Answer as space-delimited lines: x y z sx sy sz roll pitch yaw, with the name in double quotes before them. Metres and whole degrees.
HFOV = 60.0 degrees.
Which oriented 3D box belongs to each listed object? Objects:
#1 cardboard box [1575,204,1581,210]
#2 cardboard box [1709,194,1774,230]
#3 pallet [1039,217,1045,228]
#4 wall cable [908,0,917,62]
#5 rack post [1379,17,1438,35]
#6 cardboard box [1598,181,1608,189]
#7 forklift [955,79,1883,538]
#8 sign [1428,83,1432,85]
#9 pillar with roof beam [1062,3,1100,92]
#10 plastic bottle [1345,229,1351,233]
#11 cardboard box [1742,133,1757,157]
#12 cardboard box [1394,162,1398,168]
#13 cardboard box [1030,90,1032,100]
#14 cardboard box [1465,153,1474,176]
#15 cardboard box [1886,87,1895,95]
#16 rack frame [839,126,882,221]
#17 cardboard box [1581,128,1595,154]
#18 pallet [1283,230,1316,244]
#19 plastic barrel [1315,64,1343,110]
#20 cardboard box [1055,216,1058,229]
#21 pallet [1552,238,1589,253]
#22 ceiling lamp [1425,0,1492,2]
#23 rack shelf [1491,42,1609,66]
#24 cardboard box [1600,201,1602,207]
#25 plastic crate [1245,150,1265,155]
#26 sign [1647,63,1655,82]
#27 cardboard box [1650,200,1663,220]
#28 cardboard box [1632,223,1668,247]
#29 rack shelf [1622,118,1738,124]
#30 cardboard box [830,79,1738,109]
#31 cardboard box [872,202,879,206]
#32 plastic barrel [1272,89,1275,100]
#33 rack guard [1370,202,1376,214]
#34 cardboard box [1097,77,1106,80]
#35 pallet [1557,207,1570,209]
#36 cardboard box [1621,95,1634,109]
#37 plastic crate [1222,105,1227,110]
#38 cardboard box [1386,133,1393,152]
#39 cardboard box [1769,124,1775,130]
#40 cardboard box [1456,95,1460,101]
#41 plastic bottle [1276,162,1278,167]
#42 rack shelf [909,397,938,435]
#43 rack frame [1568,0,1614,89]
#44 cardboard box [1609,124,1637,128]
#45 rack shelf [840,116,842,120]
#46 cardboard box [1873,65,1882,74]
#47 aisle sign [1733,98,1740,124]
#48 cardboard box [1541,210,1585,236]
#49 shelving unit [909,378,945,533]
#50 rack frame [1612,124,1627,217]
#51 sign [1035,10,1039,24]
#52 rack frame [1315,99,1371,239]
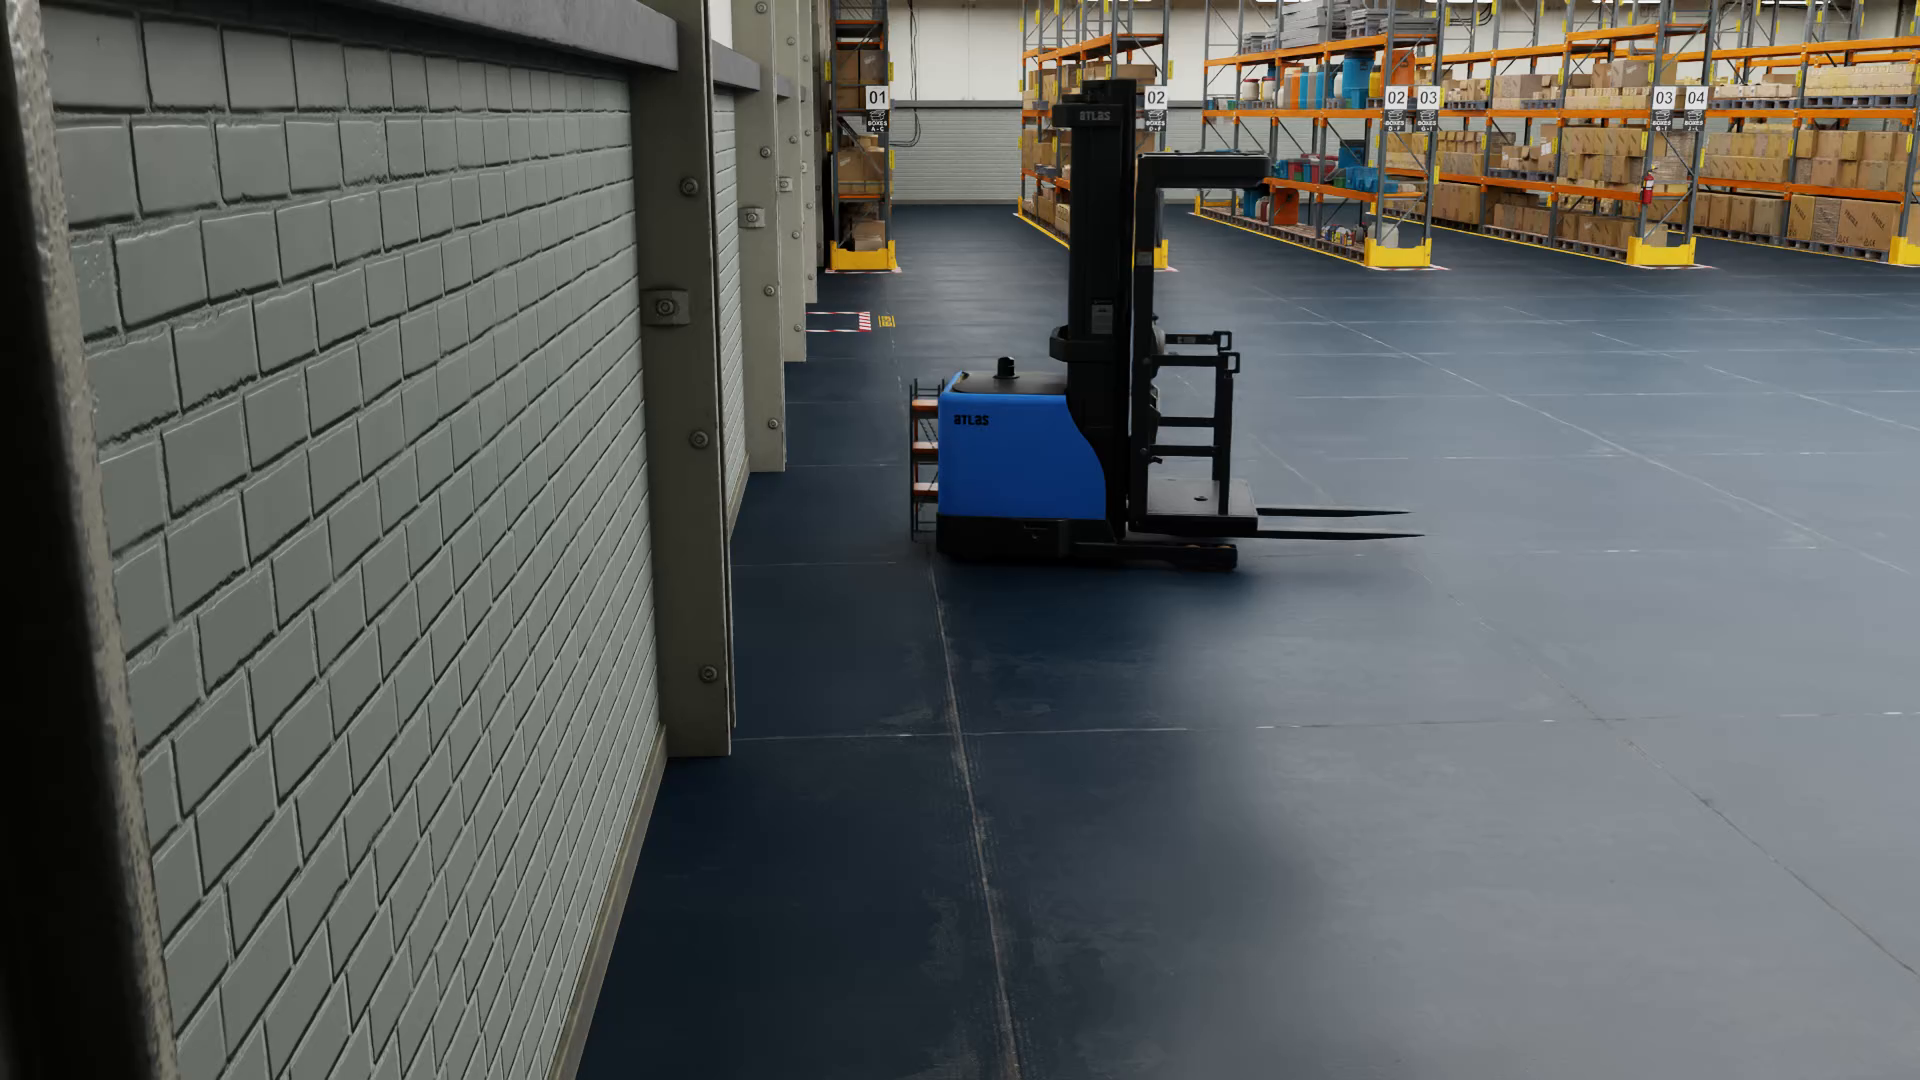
"cardboard box" 16.814 -8.989 44.821 0.380 0.149 0.250 -2 15 -6
"cardboard box" 17.536 -7.371 37.329 1.050 0.750 0.750 -1 14 -3
"pallet" 2.527 -7.867 41.179 1.003 0.211 1.213 -1 14 -3
"wall cable" -0.047 -15.638 49.842 3.097 2.526 0.112 -1 14 -3
"rack post" 8.206 -9.364 30.363 0.937 0.300 0.954 1 14 3
"cardboard box" 12.648 -6.904 32.345 0.380 0.149 0.250 -1 14 -3
"forklift" 14.315 -6.820 31.203 24.140 3.159 46.598 2 15 6
"sign" 11.772 -11.304 41.723 0.100 0.325 0.005 -1 14 -3
"pillar with roof beam" 10.694 -13.631 39.441 17.304 5.858 4.923 -1 14 -3
"plastic bottle" 7.698 -6.048 33.095 0.152 0.276 0.135 -1 14 -3
"cardboard box" 17.647 -8.668 36.489 0.700 0.500 0.500 -1 14 -4
"cardboard box" 11.853 -10.031 44.498 0.380 0.149 0.250 -1 14 -4
"cardboard box" 2.081 -11.407 42.619 0.500 0.250 0.500 -1 14 -3
"cardboard box" 12.271 -8.868 39.272 0.500 0.500 0.500 -1 14 -4
"cardboard box" 17.636 -8.425 31.192 0.380 0.149 0.250 -1 14 -3
"rack frame" -2.258 -8.347 37.448 1.000 3.000 0.127 -1 14 -3
"cardboard box" 12.659 -7.894 32.882 0.500 0.500 0.500 -1 14 -3
"pallet" 7.712 -6.654 36.462 1.003 0.211 1.213 -1 14 -3
"plastic barrel" 7.630 -9.324 34.218 0.600 0.901 0.708 -1 14 -3
"cardboard box" 2.426 -7.161 37.515 0.500 0.250 0.500 -1 14 -4
"pallet" 12.899 -6.065 34.174 1.003 0.211 1.213 -1 14 -3
"ceiling lamp" 14.443 -17.005 47.344 2.000 3.185 0.800 -1 14 -3
"rack shelf" 12.698 -10.442 35.798 1.077 0.370 4.000 -1 14 -3
"cardboard box" 16.883 -8.796 43.476 0.380 0.149 0.250 -1 14 -5
"plastic crate" 7.578 -9.781 42.771 0.402 0.464 0.583 -1 14 -3
"sign" 12.514 -8.465 30.109 0.100 0.325 0.005 -1 14 -3
"cardboard box" 17.151 -8.041 40.431 0.500 0.500 0.500 -2 15 -6
"cardboard box" 13.047 -5.735 31.471 0.500 0.500 0.500 2 15 7
"rack shelf" 17.407 -10.230 40.189 1.077 0.370 4.000 -1 14 -3
"cardboard box" 7.869 -9.124 34.226 20.217 0.510 10.029 0 14 1
"cardboard box" -2.172 -7.694 38.382 0.750 0.750 0.750 -1 14 -4
"plastic barrel" 7.418 -10.353 38.661 0.301 0.262 0.301 0 14 0
"rack guard" 12.077 -9.361 46.407 1.175 0.500 0.348 -1 14 -3
"cardboard box" 2.813 -8.536 31.218 0.500 0.311 0.500 1 14 3
"pallet" 17.055 -9.045 45.759 1.003 0.211 1.213 -1 14 -3
"cardboard box" 12.752 -8.207 31.185 0.500 0.250 0.500 -1 14 -3
"plastic crate" 6.924 -11.130 42.774 0.293 0.136 0.466 -1 14 -3
"cardboard box" 11.869 -10.753 44.997 0.500 0.500 0.500 -1 14 -5
"cardboard box" 21.834 -11.022 44.337 0.380 0.149 0.250 -1 14 -3
"cardboard box" 12.269 -10.733 40.363 0.380 0.149 0.250 -1 15 -6
"plastic bottle" 7.683 -9.025 40.343 0.097 0.271 0.097 0 14 0
"rack shelf" -0.212 -0.790 10.892 0.215 0.259 0.240 1 15 6
"rack frame" 12.825 -10.487 33.726 0.949 2.616 0.053 -1 14 -3
"cardboard box" 16.984 -10.412 42.670 0.500 0.500 0.500 -1 14 -5
"rack shelf" -2.382 -9.949 39.097 1.077 0.370 4.000 -1 14 -3
"cardboard box" 17.605 -8.938 31.586 0.380 0.149 0.250 -1 14 -3
"aisle sign" 21.675 -11.991 46.395 0.394 0.787 0.004 -1 14 -3
"cardboard box" 12.805 -6.737 35.325 0.700 0.500 0.500 -2 15 -8
"shelving unit" -0.212 -0.525 10.961 0.215 1.050 0.249 1 15 6
"rack frame" 17.283 -9.623 42.406 1.000 3.000 0.127 -1 14 -3
"sign" 1.896 -12.811 40.727 0.100 0.325 0.005 -1 14 -3
"rack frame" 7.878 -7.505 34.176 1.000 3.000 0.127 -1 14 -3
